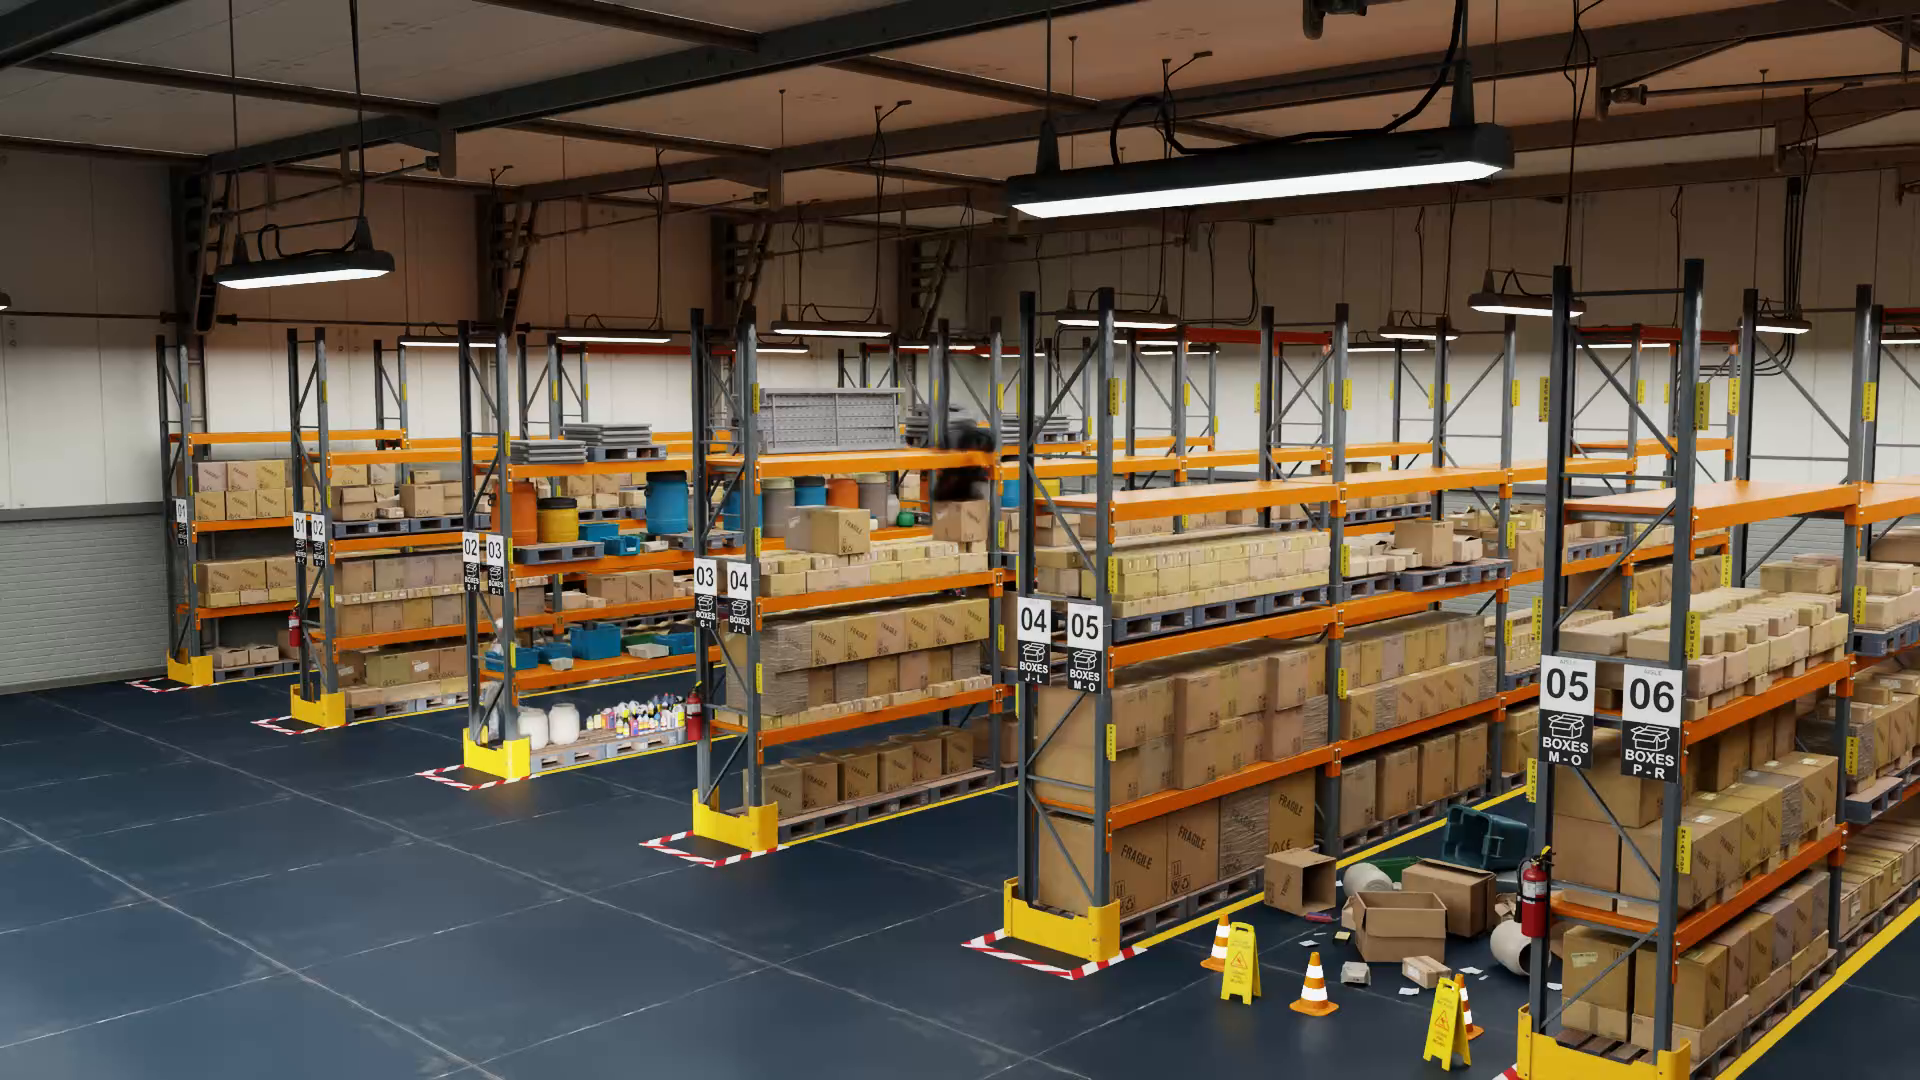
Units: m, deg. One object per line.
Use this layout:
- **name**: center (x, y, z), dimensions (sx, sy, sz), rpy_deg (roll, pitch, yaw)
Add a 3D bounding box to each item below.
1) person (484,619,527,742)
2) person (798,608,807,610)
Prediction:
- **person**: center (-6.596, 2.019, 24.153), dimensions (0.863, 1.774, 0.702), rpy_deg (-5, 7, -40)
- **person**: center (-2.666, 1.636, 28.440), dimensions (0.690, 1.736, 0.897), rpy_deg (5, 8, 44)
